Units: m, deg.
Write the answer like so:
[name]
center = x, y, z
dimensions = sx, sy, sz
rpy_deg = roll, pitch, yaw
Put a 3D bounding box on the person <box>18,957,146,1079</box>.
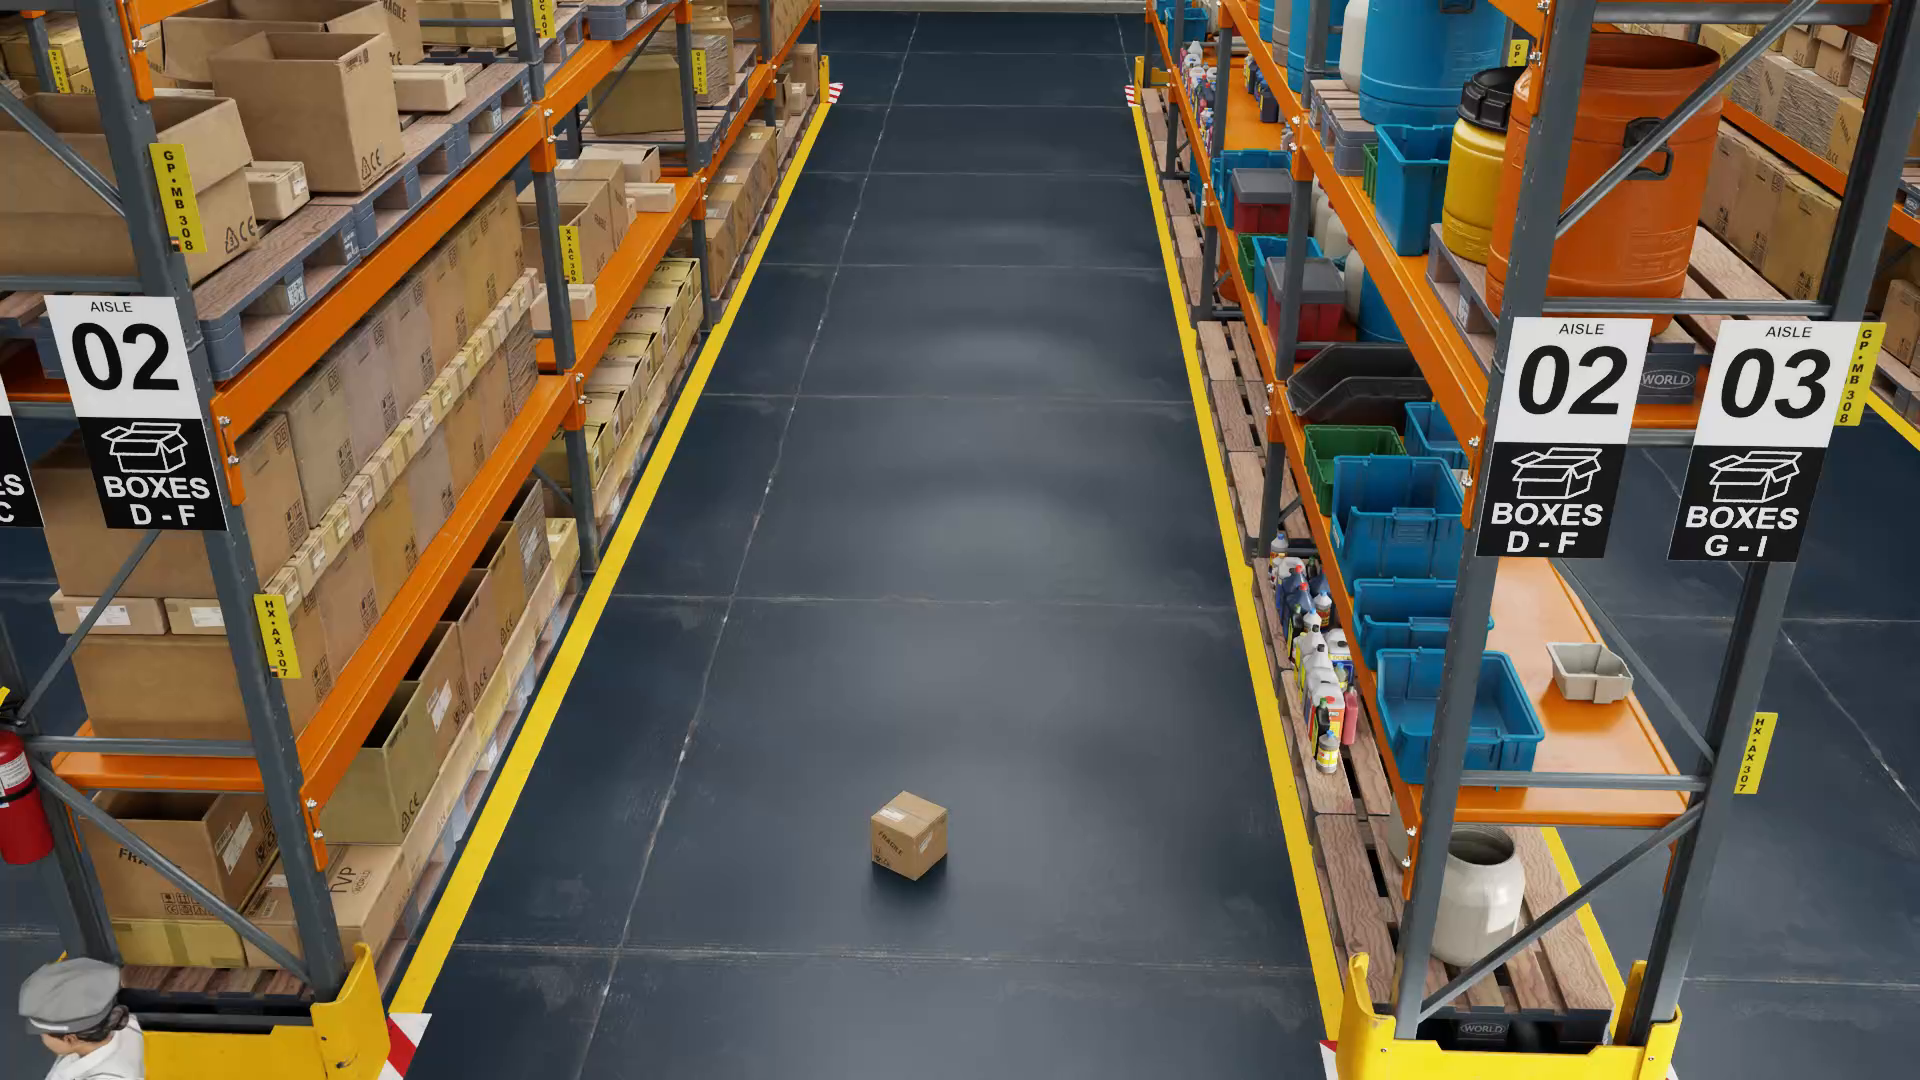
[person]
center = -2.471, 1.950, 4.975
dimensions = 0.825, 1.627, 0.519
rpy_deg = -6, 29, -11
